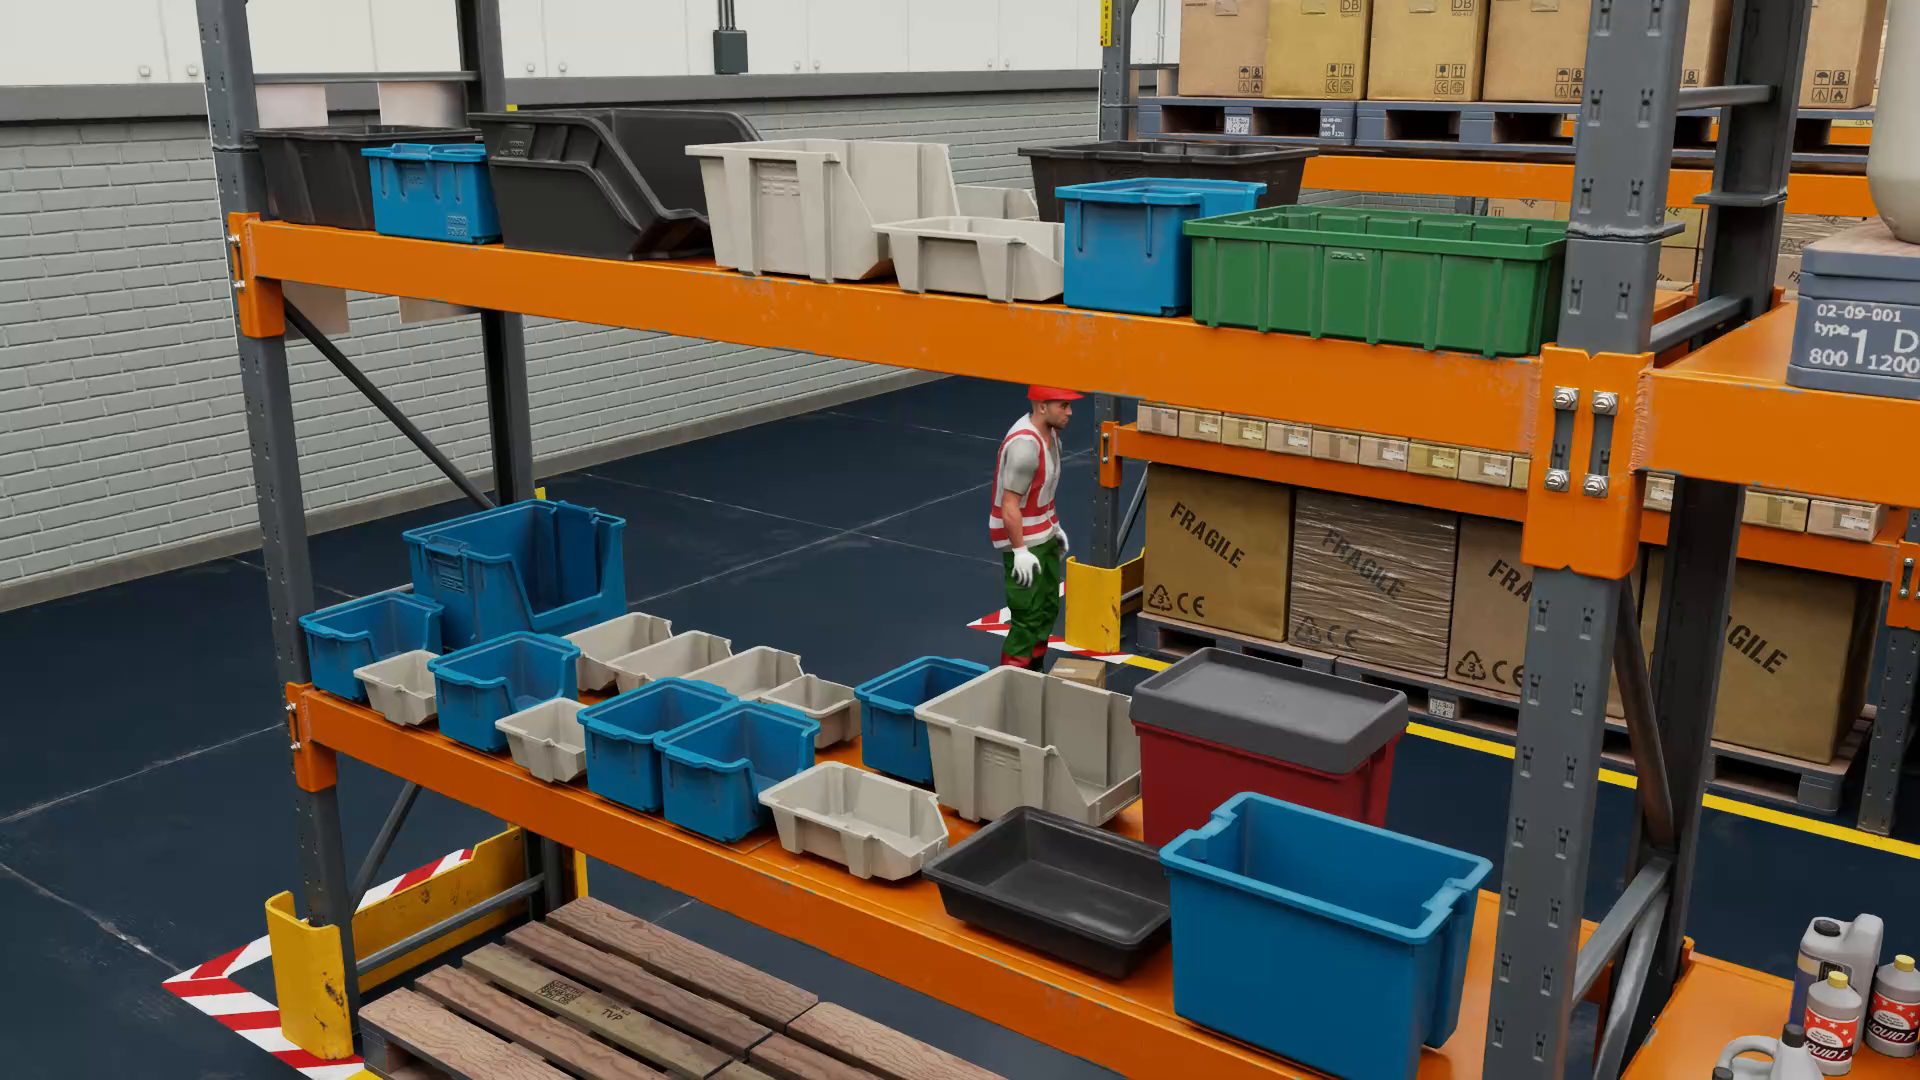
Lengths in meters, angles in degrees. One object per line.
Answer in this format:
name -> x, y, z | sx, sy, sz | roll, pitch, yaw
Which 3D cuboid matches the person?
person -> 0.386, 0.022, 8.432 | 0.448, 1.780, 0.608 | 6, 18, 21
